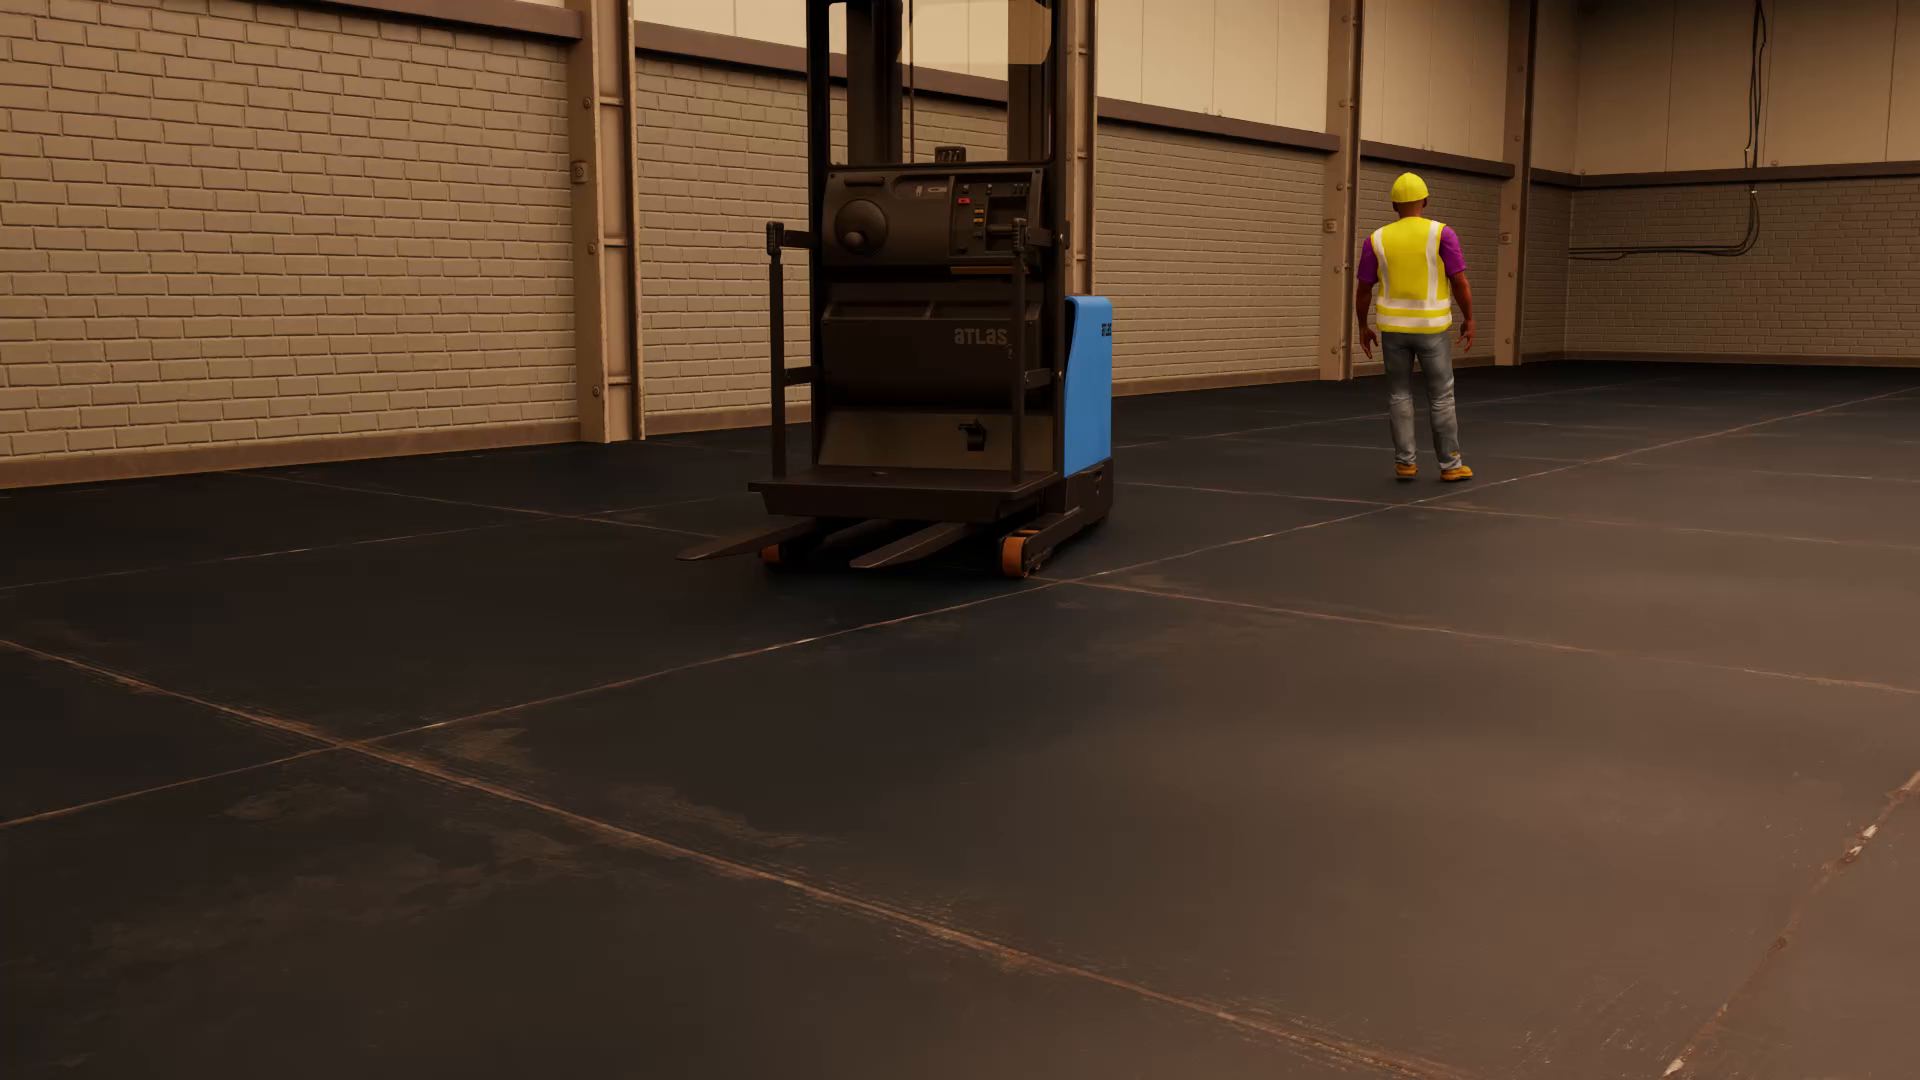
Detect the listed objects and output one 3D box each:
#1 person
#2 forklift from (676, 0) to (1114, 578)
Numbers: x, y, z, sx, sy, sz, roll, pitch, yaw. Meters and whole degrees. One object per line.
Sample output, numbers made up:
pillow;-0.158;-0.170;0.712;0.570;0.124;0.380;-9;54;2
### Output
person;2.657;-1.233;9.681;0.666;1.761;0.589;4;9;26
forklift;-0.176;-1.366;6.616;1.130;2.935;3.031;3;9;17
